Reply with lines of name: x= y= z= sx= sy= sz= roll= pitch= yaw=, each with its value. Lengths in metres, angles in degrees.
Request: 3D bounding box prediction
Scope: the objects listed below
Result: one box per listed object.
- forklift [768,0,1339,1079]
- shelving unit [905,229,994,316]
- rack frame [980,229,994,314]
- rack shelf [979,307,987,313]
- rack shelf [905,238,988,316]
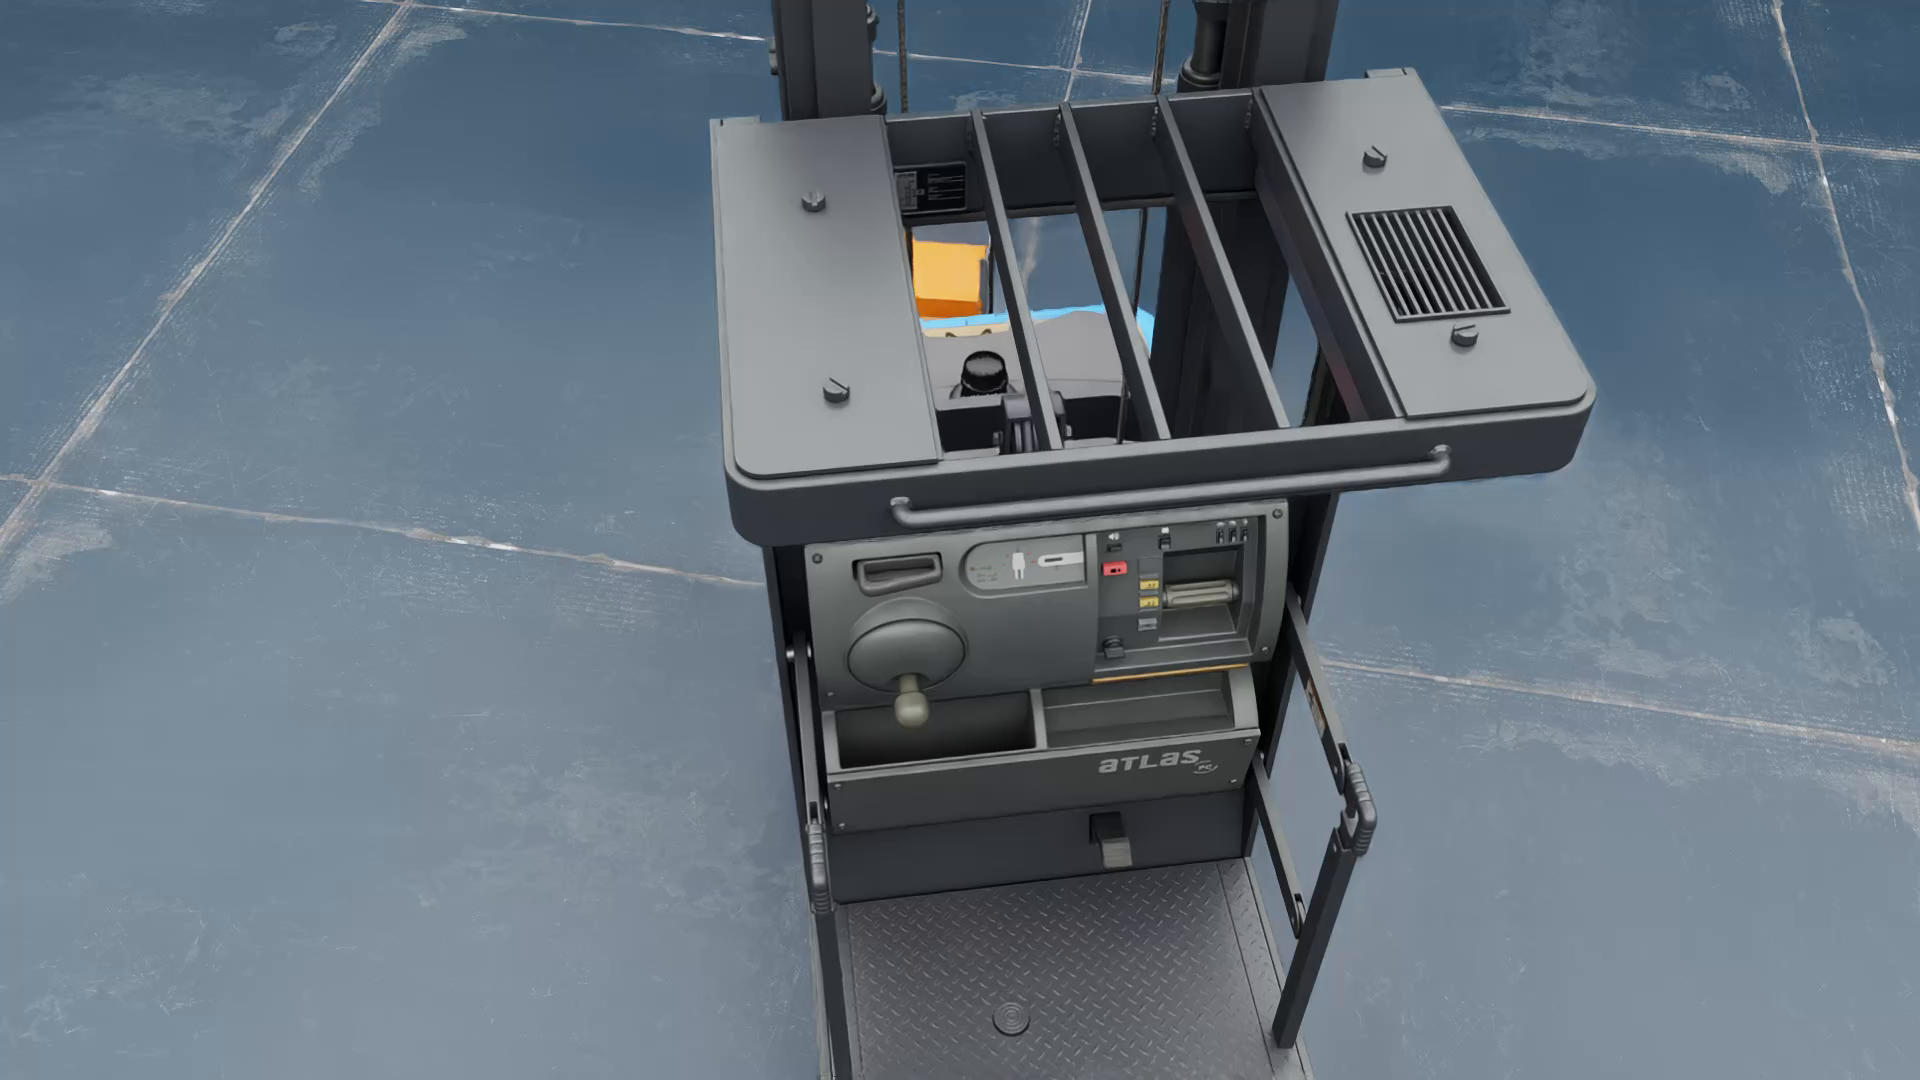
forklift: x=0.132 y=-0.145 z=3.453 sx=1.129 sy=2.867 sz=1.939 roll=-6 pitch=48 yaw=-5
shelving unit: x=-0.169 y=-0.436 z=4.835 sx=0.503 sy=1.200 sz=0.258 roll=5 pitch=48 yaw=4
rack frame: x=0.074 y=-0.417 z=4.818 sx=0.015 sy=1.200 sz=0.240 roll=5 pitch=48 yaw=4
rack shelf: x=-0.169 y=-0.541 z=4.719 sx=0.480 sy=0.148 sz=0.258 roll=5 pitch=48 yaw=4
rack shelf: x=-0.169 y=-0.699 z=4.543 sx=0.480 sy=0.148 sz=0.258 roll=5 pitch=48 yaw=4
